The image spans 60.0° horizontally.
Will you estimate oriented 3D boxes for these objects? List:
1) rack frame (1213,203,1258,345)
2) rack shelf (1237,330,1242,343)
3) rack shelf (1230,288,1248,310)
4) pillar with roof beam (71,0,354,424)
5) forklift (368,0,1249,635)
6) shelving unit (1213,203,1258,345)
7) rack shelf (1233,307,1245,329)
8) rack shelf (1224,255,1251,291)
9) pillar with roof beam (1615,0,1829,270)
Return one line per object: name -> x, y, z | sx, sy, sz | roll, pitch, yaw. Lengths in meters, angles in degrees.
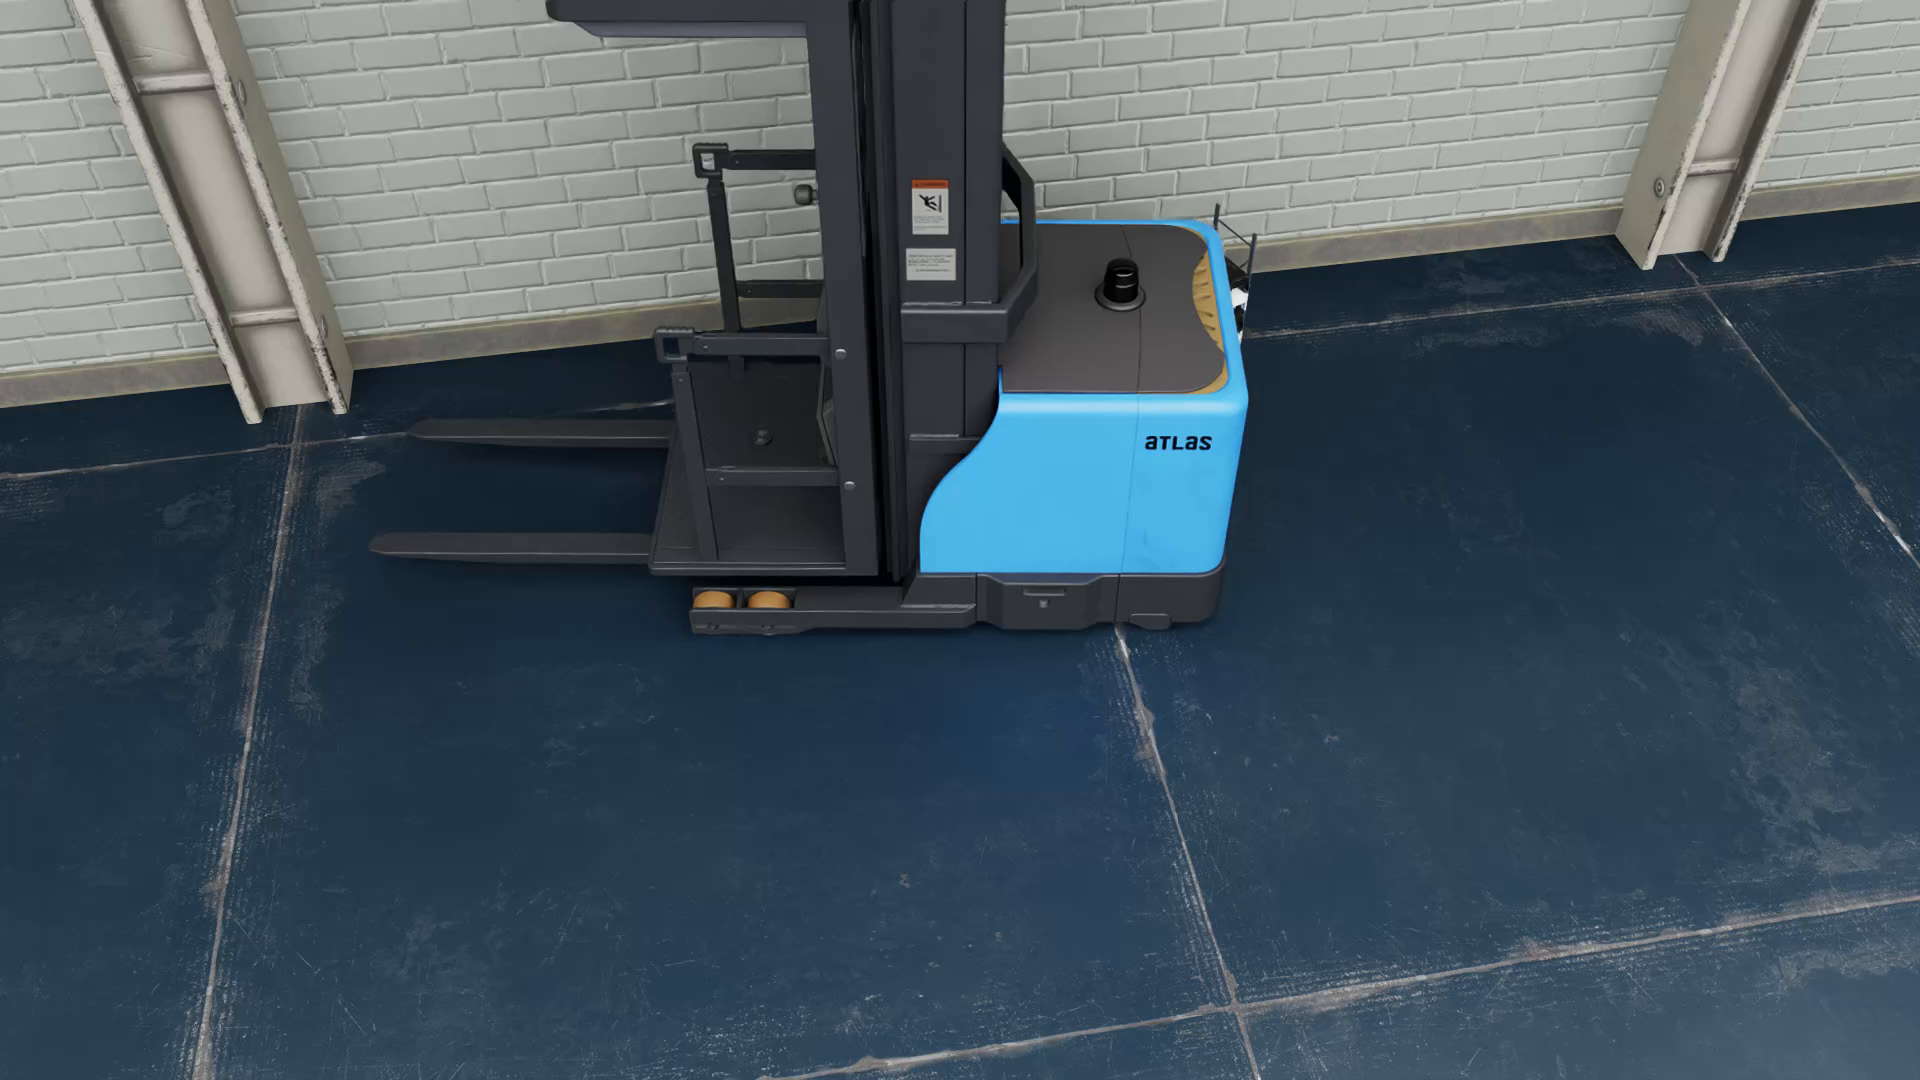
rack frame -> 1.022, -0.874, 6.467 | 0.006, 0.900, 0.240 | -24, 51, -21
rack shelf -> 0.935, -0.812, 6.454 | 0.200, 0.077, 0.258 | -24, 51, -21
rack shelf -> 0.935, -0.937, 6.324 | 0.200, 0.077, 0.258 | -24, 51, -21
pillar with roof beam -> -1.971, -0.668, 0.645 | 0.400, 9.000, 9.100 | -7, 46, -7
forklift -> -0.587, -1.060, 5.236 | 3.031, 2.935, 1.130 | 0, 46, 0
shelving unit -> 0.935, -0.835, 6.430 | 0.210, 0.900, 0.258 | -24, 51, -21
rack shelf -> 0.935, -0.875, 6.389 | 0.200, 0.077, 0.258 | -24, 51, -21
rack shelf -> 0.935, -1.000, 6.260 | 0.200, 0.077, 0.258 | -24, 51, -21
pillar with roof beam -> 3.941, -1.405, 1.355 | 0.400, 9.000, 9.100 | -7, 46, -7
